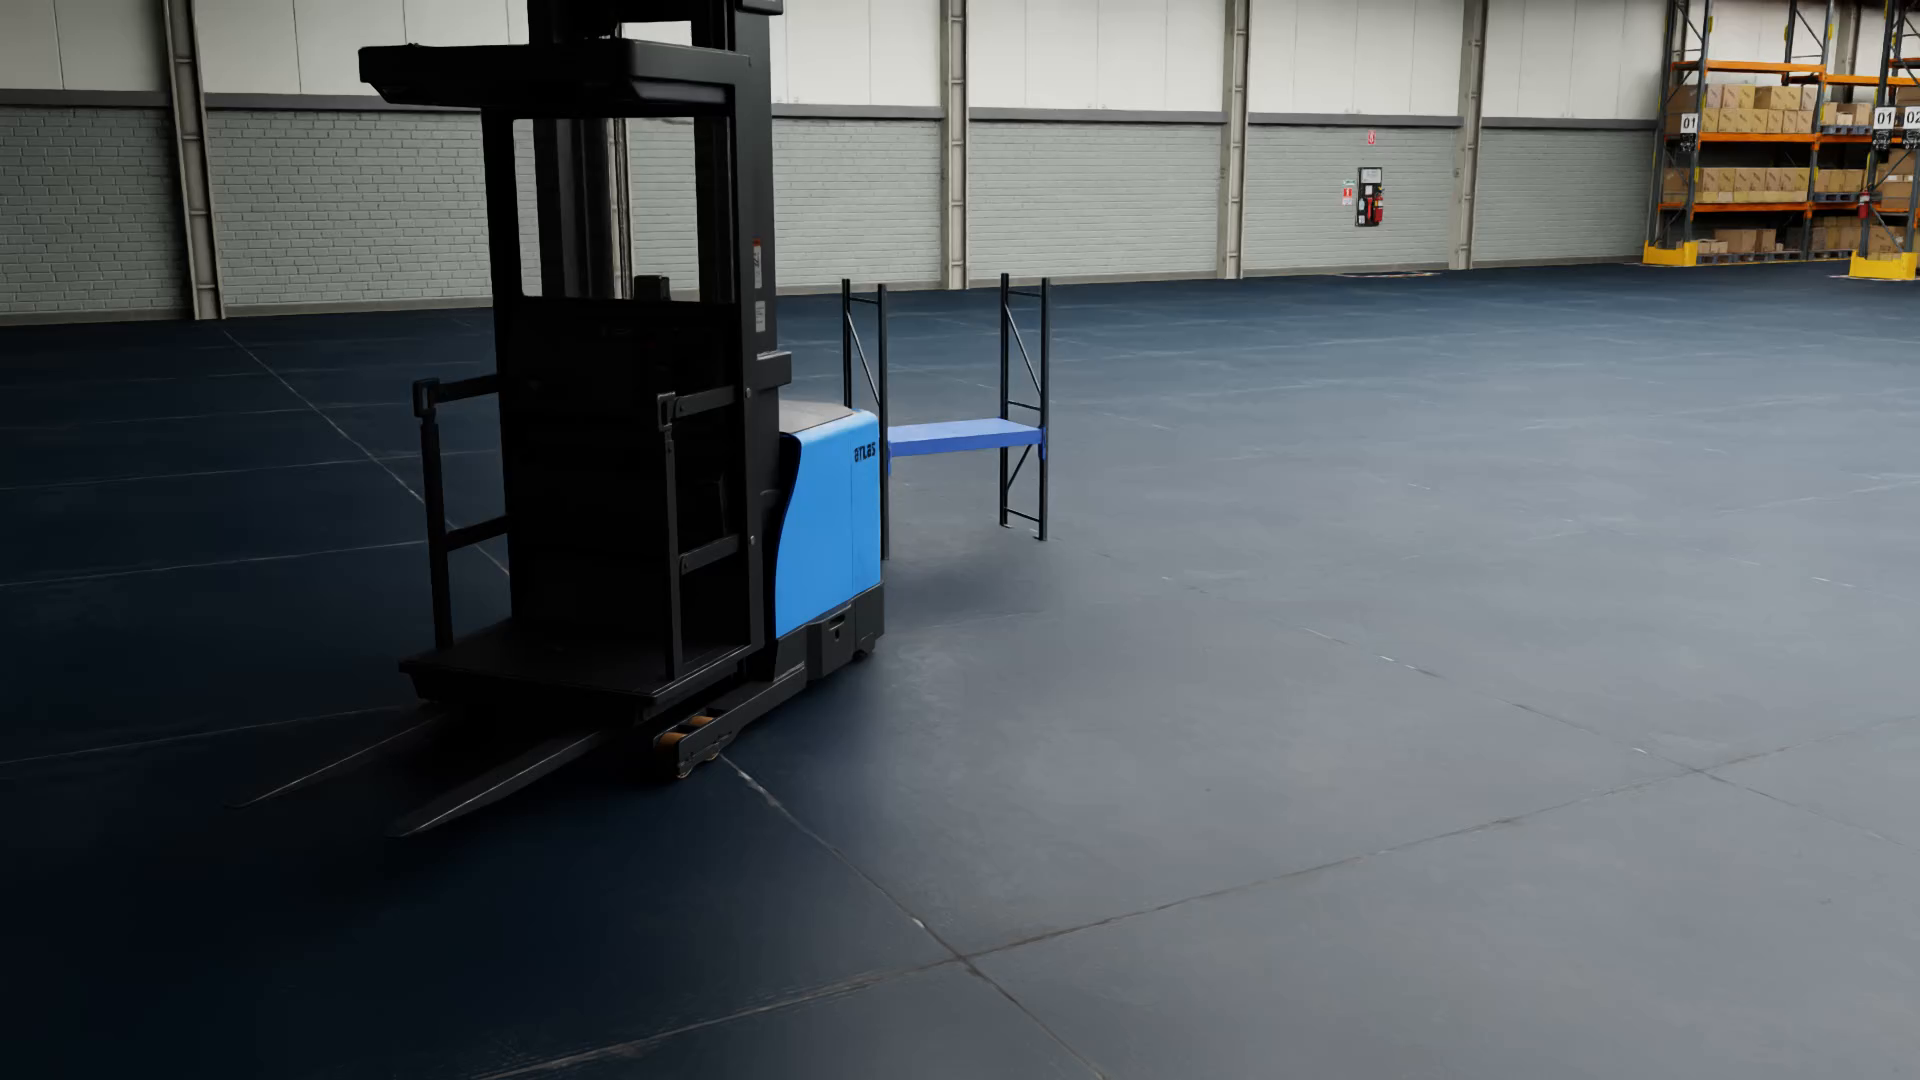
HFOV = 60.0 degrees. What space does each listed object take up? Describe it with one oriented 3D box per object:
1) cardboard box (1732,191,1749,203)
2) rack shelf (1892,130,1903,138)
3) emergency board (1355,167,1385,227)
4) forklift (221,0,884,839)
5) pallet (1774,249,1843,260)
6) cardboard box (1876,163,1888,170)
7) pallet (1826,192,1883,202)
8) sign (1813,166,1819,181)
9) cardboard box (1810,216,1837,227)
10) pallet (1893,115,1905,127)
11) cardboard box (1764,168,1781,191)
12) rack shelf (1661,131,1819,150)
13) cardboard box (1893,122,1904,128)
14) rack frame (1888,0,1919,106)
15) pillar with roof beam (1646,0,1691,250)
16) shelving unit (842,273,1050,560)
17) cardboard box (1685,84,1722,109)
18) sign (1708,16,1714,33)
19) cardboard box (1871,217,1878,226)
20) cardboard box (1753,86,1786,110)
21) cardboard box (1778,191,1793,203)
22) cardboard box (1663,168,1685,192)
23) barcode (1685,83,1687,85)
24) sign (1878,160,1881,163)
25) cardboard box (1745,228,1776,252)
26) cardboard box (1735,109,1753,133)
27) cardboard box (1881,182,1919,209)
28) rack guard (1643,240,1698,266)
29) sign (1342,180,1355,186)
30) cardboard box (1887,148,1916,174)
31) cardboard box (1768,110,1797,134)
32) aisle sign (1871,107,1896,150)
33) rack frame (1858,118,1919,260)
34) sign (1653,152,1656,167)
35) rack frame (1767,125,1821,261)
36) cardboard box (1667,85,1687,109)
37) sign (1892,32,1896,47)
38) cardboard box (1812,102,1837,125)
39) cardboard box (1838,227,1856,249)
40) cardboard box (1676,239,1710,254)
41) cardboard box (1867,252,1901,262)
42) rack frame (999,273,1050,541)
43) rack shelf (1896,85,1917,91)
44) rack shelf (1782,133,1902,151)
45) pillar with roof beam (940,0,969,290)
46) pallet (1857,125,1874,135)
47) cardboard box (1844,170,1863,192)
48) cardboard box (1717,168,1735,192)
[{"bbox_3d":[16.986,-7.549,36.618,0.500,0.250,0.500,-7,15,-29],"label":"cardboard box"},{"bbox_3d":[19.639,-7.881,32.604,4.000,0.370,1.077,-7,14,-28],"label":"rack shelf"},{"bbox_3d":[8.253,-6.869,33.300,0.643,1.169,0.194,-7,14,-28],"label":"emergency board"},{"bbox_3d":[-1.360,-0.691,6.004,1.130,2.935,3.031,5,14,21],"label":"forklift"},{"bbox_3d":[19.700,-6.655,38.700,1.213,0.211,1.003,-7,14,-28],"label":"pallet"},{"bbox_3d":[21.965,-8.855,39.418,0.250,0.149,0.380,-10,16,-37],"label":"cardboard box"},{"bbox_3d":[20.811,-8.045,38.960,1.213,0.211,1.003,-7,14,-28],"label":"pallet"},{"bbox_3d":[19.284,-8.252,37.473,0.005,0.325,0.100,-7,14,-28],"label":"sign"},{"bbox_3d":[20.041,-7.422,38.740,0.500,0.250,0.500,-7,15,-29],"label":"cardboard box"},{"bbox_3d":[18.517,-8.048,31.908,1.213,0.211,1.003,-7,14,-28],"label":"pallet"},{"bbox_3d":[17.868,-8.022,37.011,0.500,0.500,0.500,-7,15,-29],"label":"cardboard box"},{"bbox_3d":[17.262,-8.835,36.844,4.000,0.370,1.077,-7,14,-28],"label":"rack shelf"},{"bbox_3d":[22.026,-9.656,39.009,0.500,0.311,0.500,-7,14,-28],"label":"cardboard box"},{"bbox_3d":[22.529,-11.281,39.240,0.127,3.000,1.000,-7,14,-28],"label":"rack frame"},{"bbox_3d":[17.769,-9.850,32.882,0.400,9.000,9.100,-7,14,-28],"label":"pillar with roof beam"},{"bbox_3d":[-0.075,-0.723,9.405,1.048,1.500,0.538,-7,14,-28],"label":"shelving unit"},{"bbox_3d":[15.961,-9.516,35.679,0.500,0.500,0.500,-8,15,-32],"label":"cardboard box"},{"bbox_3d":[15.767,-10.829,34.925,0.005,0.325,0.100,-7,14,-28],"label":"sign"},{"bbox_3d":[21.391,-7.582,39.449,0.500,0.250,0.500,-7,14,-27],"label":"cardboard box"},{"bbox_3d":[17.778,-9.722,36.592,0.500,0.500,0.500,-7,15,-30],"label":"cardboard box"},{"bbox_3d":[18.306,-7.711,37.337,0.500,0.250,0.500,-7,14,-28],"label":"cardboard box"},{"bbox_3d":[15.819,-7.906,36.494,0.500,0.500,0.500,-7,14,-28],"label":"cardboard box"},{"bbox_3d":[15.890,-9.976,36.403,0.075,0.075,0.001,-7,14,-28],"label":"barcode"},{"bbox_3d":[22.260,-9.026,40.246,0.005,0.325,0.100,-7,14,-28],"label":"sign"},{"bbox_3d":[18.126,-6.812,37.736,0.500,0.500,0.500,-8,15,-32],"label":"cardboard box"},{"bbox_3d":[16.862,-9.127,36.226,0.500,0.500,0.500,-6,14,-25],"label":"cardboard box"},{"bbox_3d":[18.299,-6.654,32.115,0.500,0.500,0.700,-7,14,-28],"label":"cardboard box"},{"bbox_3d":[15.573,-6.301,36.469,0.348,0.500,1.175,-7,14,-28],"label":"rack guard"},{"bbox_3d":[7.726,-7.106,33.062,0.331,0.109,0.001,-7,14,-28],"label":"sign"},{"bbox_3d":[18.346,-7.292,31.998,0.500,0.500,0.700,-7,14,-28],"label":"cardboard box"},{"bbox_3d":[18.243,-9.304,37.013,0.500,0.500,0.500,-8,15,-33],"label":"cardboard box"},{"bbox_3d":[17.685,-7.876,31.854,0.004,0.787,0.394,-7,14,-28],"label":"aisle sign"},{"bbox_3d":[17.884,-6.558,31.919,0.127,3.000,1.000,-7,14,-28],"label":"rack frame"},{"bbox_3d":[15.258,-8.341,36.482,0.005,0.325,0.100,-7,14,-28],"label":"sign"},{"bbox_3d":[19.018,-7.933,38.029,0.127,3.000,1.000,-7,14,-28],"label":"rack frame"},{"bbox_3d":[15.760,-9.618,36.132,0.500,0.500,0.500,-6,14,-25],"label":"cardboard box"},{"bbox_3d":[22.260,-11.921,39.594,0.005,0.325,0.100,-7,14,-28],"label":"sign"},{"bbox_3d":[19.536,-9.693,37.830,0.500,0.500,0.500,-5,13,-20],"label":"cardboard box"},{"bbox_3d":[20.552,-7.119,39.102,0.500,0.500,0.700,-7,14,-27],"label":"cardboard box"},{"bbox_3d":[16.157,-6.471,36.653,0.500,0.311,0.500,-9,15,-34],"label":"cardboard box"},{"bbox_3d":[18.213,-5.535,32.679,0.500,0.250,0.500,-7,14,-28],"label":"cardboard box"},{"bbox_3d":[0.371,-0.776,9.642,0.032,1.500,0.500,-7,14,-28],"label":"rack frame"},{"bbox_3d":[24.284,-10.945,40.298,4.000,0.370,1.077,-7,14,-28],"label":"rack shelf"},{"bbox_3d":[20.773,-9.256,38.714,4.000,0.370,1.077,-7,14,-28],"label":"rack shelf"},{"bbox_3d":[1.970,-7.957,24.468,0.400,9.000,9.100,-7,14,-28],"label":"pillar with roof beam"},{"bbox_3d":[20.519,-9.459,38.405,1.003,0.211,1.213,-7,14,-28],"label":"pallet"},{"bbox_3d":[20.538,-8.377,38.768,0.500,0.500,0.700,-5,14,-20],"label":"cardboard box"},{"bbox_3d":[16.508,-7.857,36.279,0.500,0.500,0.500,-7,14,-28],"label":"cardboard box"}]
